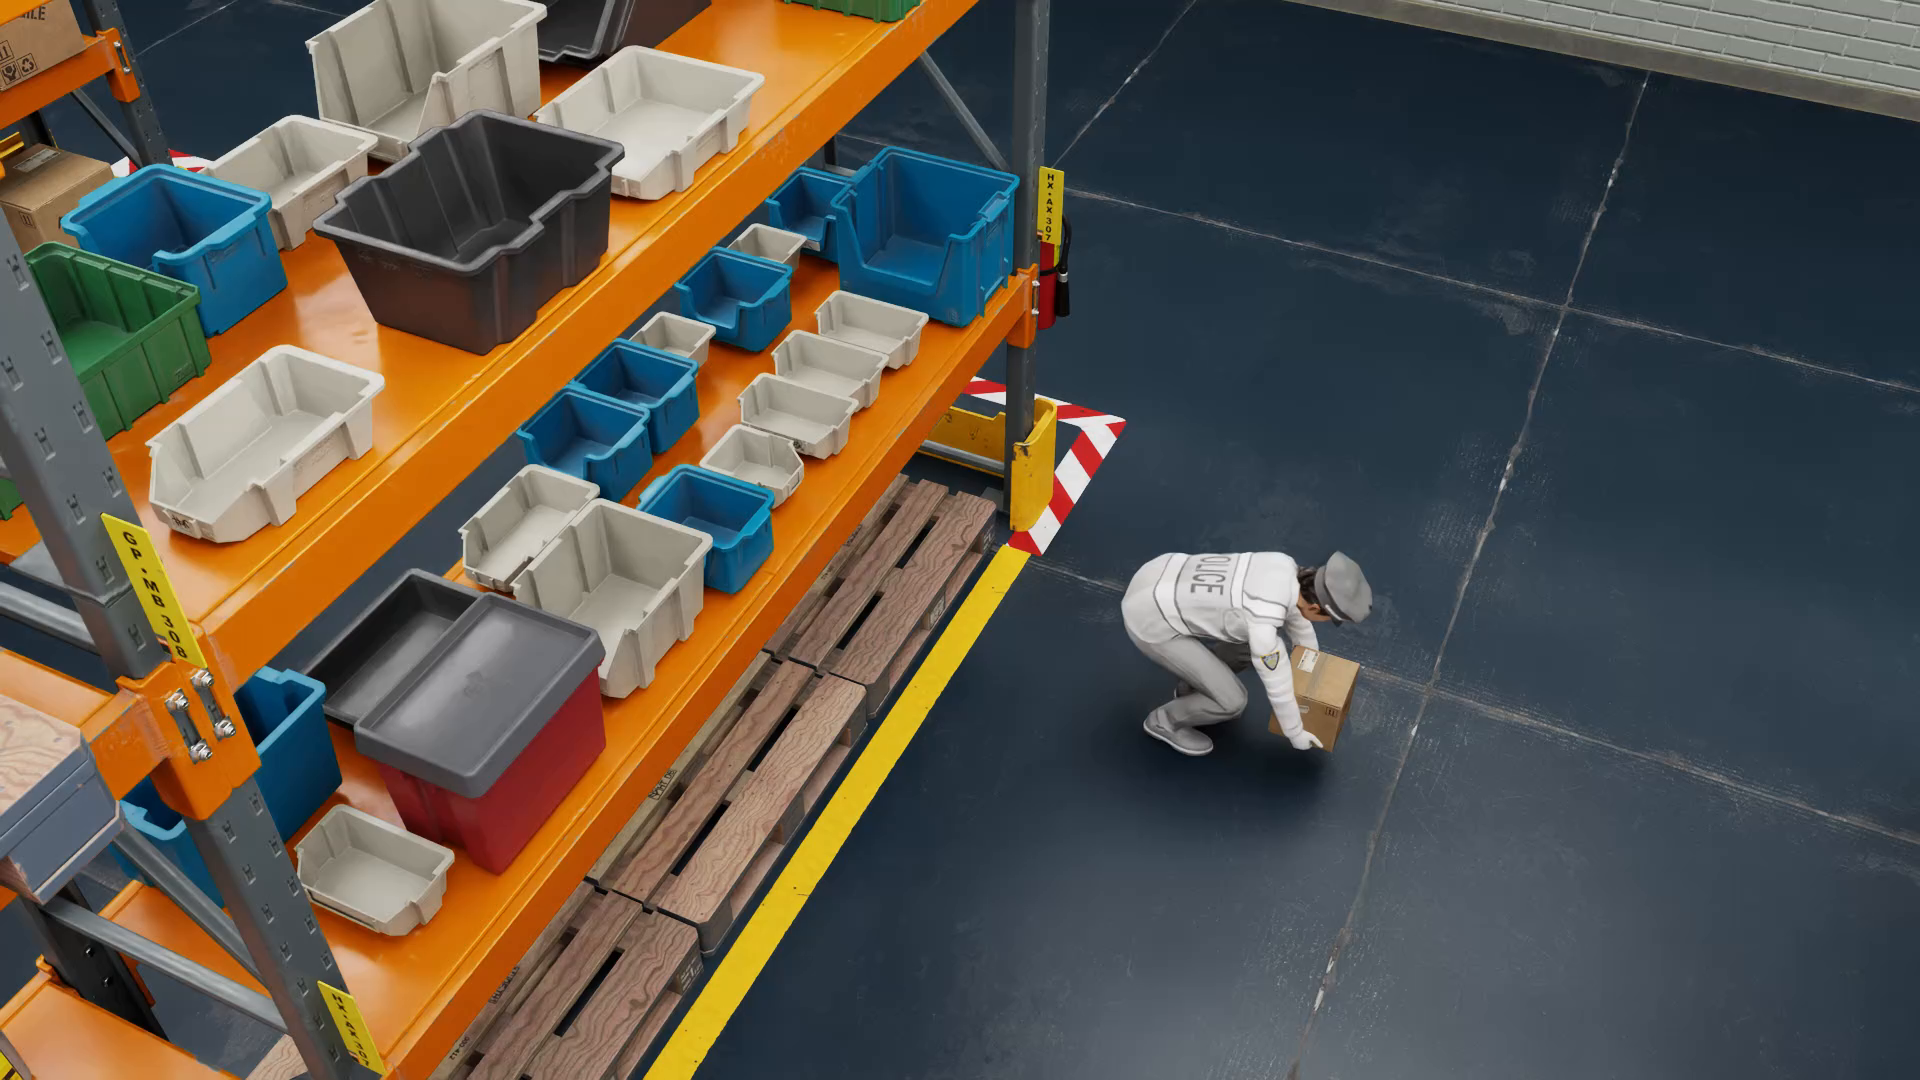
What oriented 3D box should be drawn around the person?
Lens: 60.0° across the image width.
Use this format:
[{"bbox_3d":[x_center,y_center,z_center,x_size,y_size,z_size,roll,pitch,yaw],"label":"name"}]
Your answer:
[{"bbox_3d":[1.046,0.391,6.242,0.889,0.982,0.457,16,45,17],"label":"person"}]
